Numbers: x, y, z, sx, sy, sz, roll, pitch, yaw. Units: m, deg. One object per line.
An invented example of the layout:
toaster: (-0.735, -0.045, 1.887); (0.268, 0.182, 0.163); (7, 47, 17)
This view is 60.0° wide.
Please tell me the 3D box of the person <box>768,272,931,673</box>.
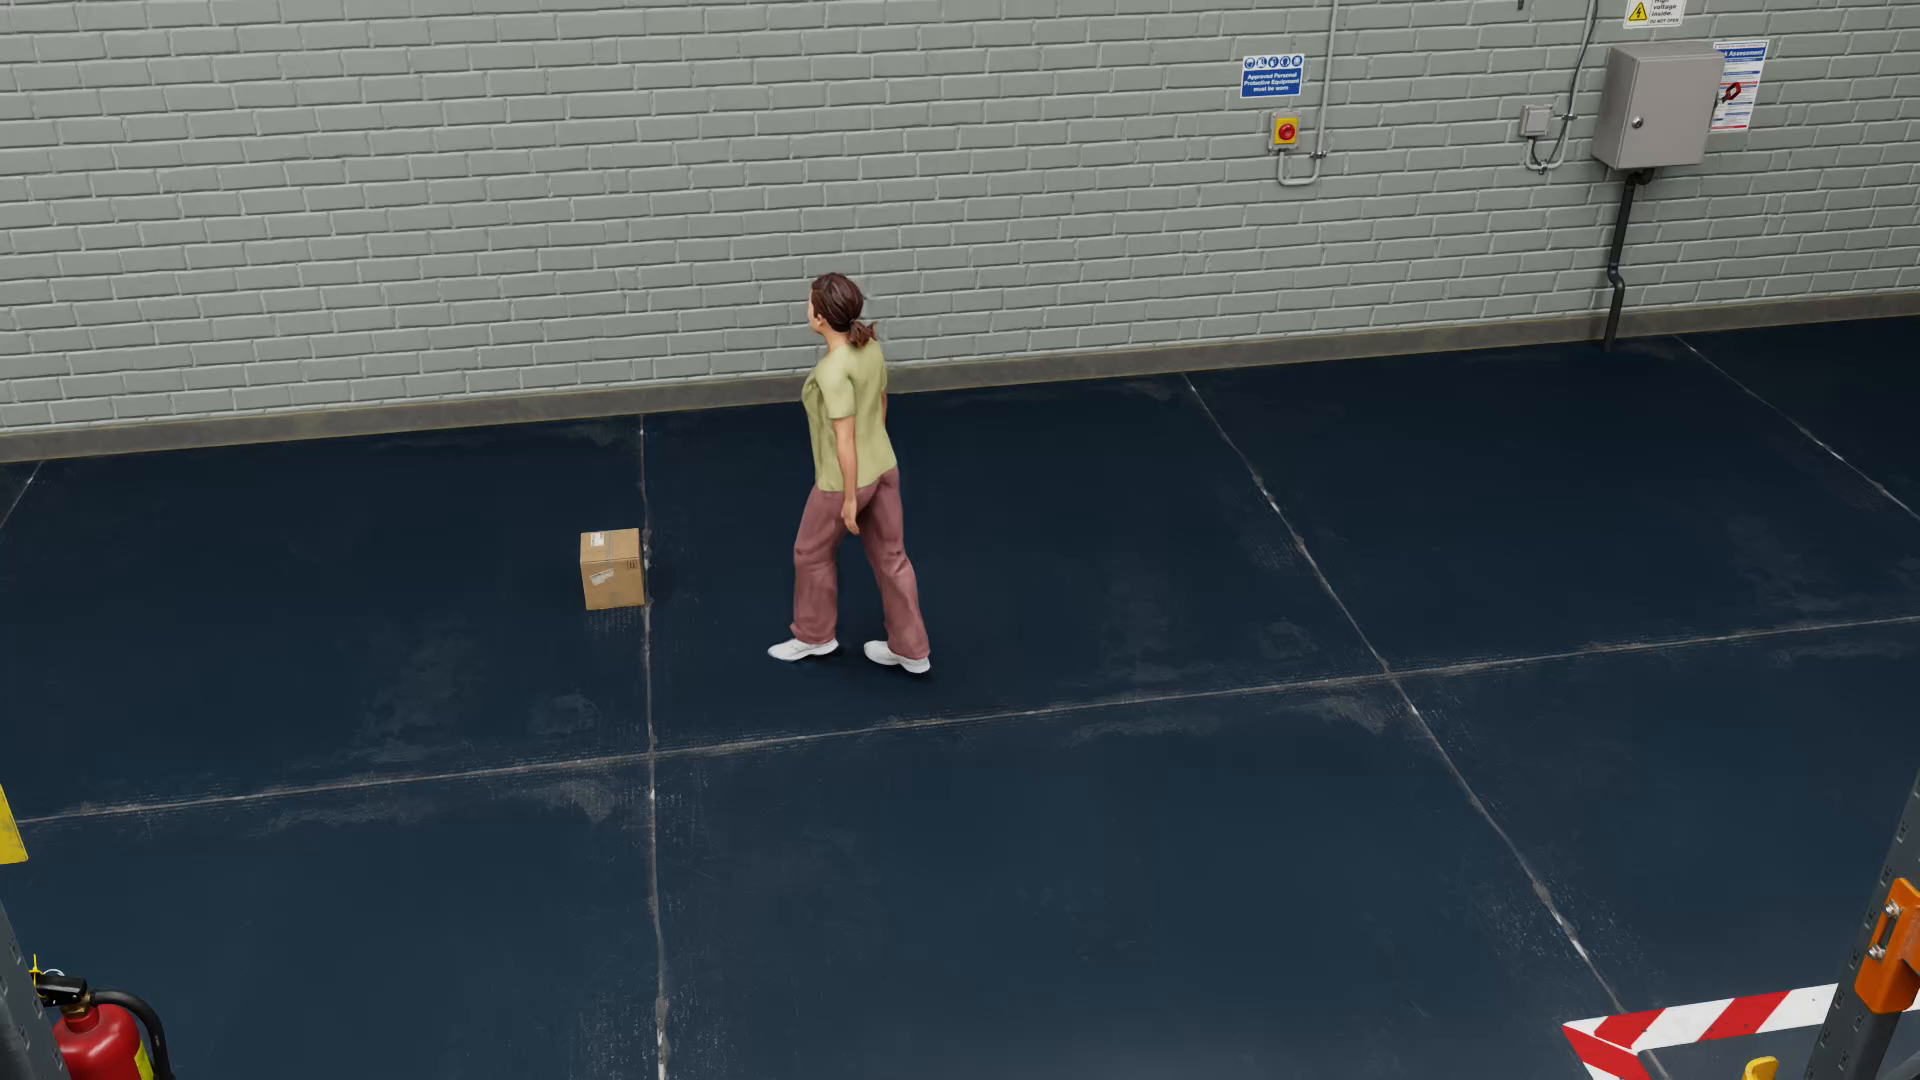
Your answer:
person: (-0.415, -0.228, 6.546); (0.690, 1.690, 0.479); (17, 35, 27)
